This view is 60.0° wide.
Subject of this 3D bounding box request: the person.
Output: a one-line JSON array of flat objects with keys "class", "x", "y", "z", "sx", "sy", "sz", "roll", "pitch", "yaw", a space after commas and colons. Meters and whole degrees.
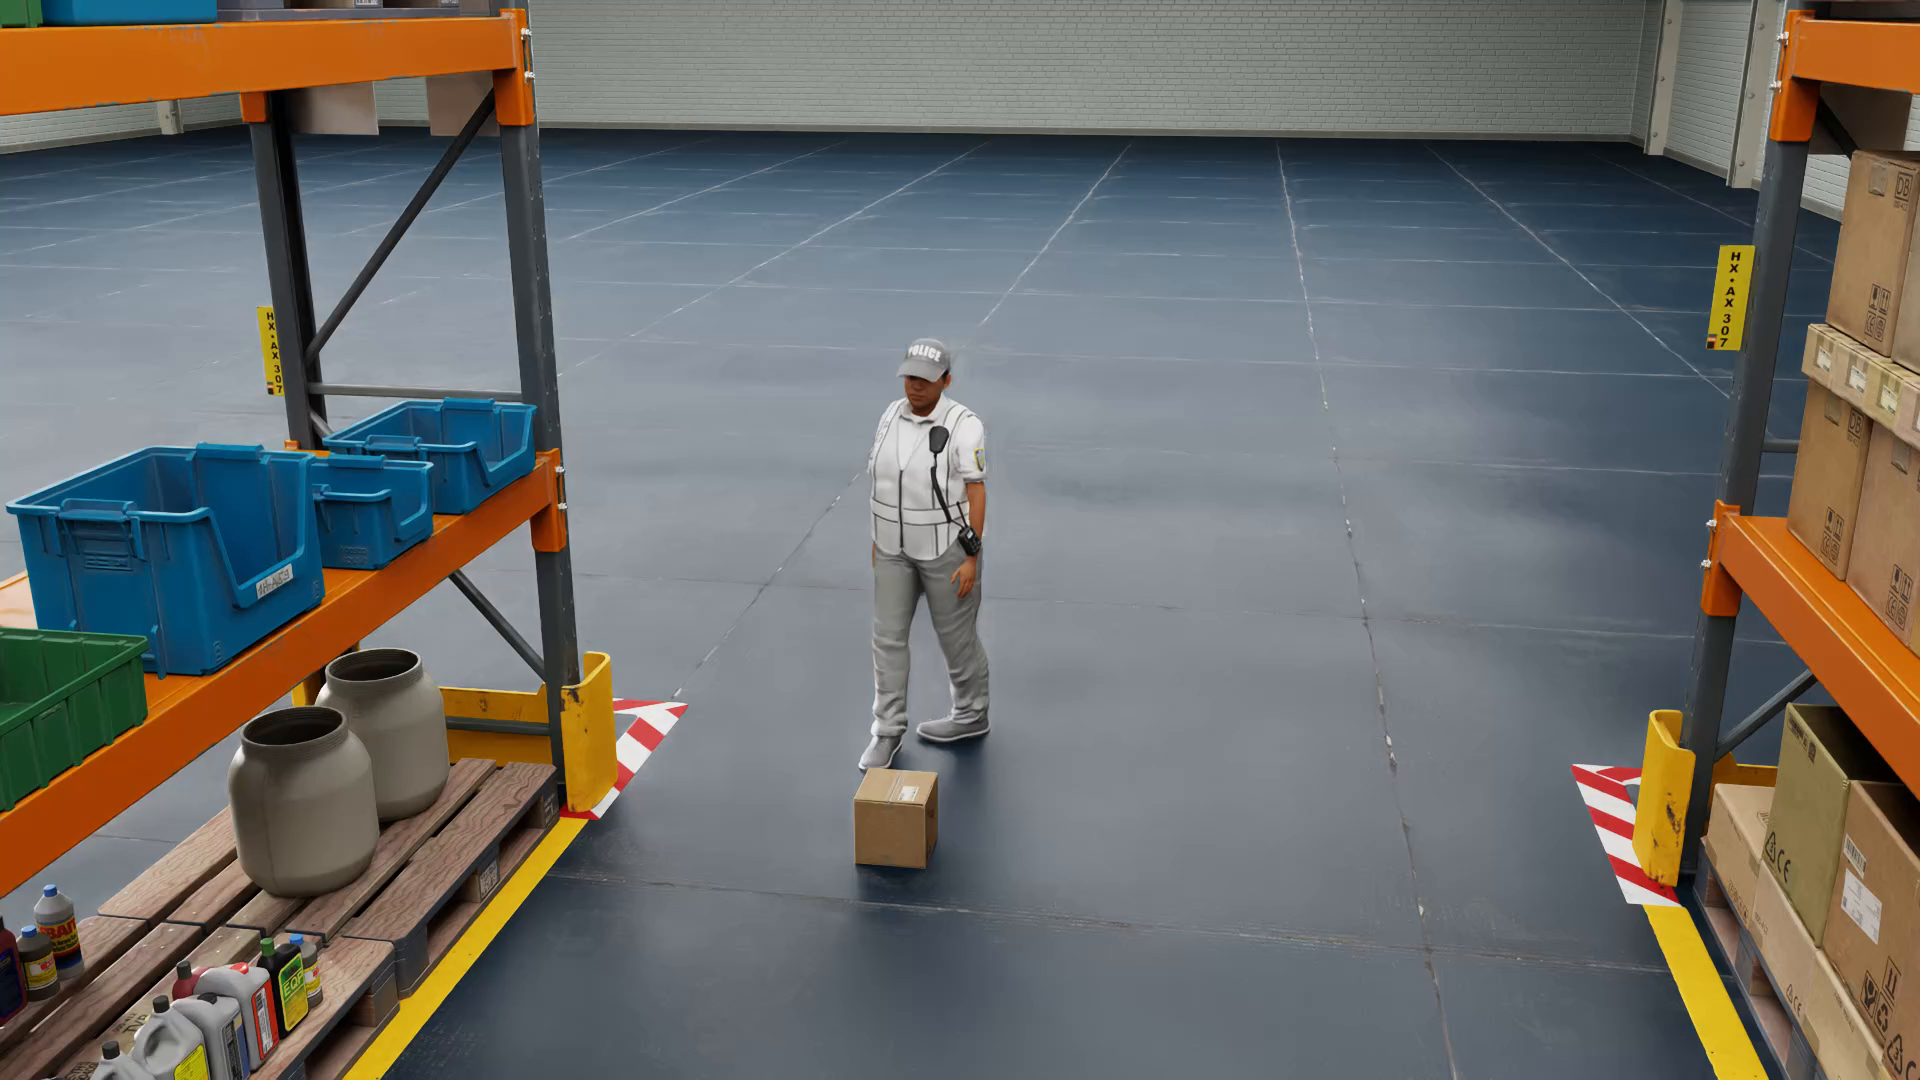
[{"class": "person", "x": -0.161, "y": 0.056, "z": 6.366, "sx": 0.484, "sy": 1.659, "sz": 0.586, "roll": 10, "pitch": 20, "yaw": 27}]
